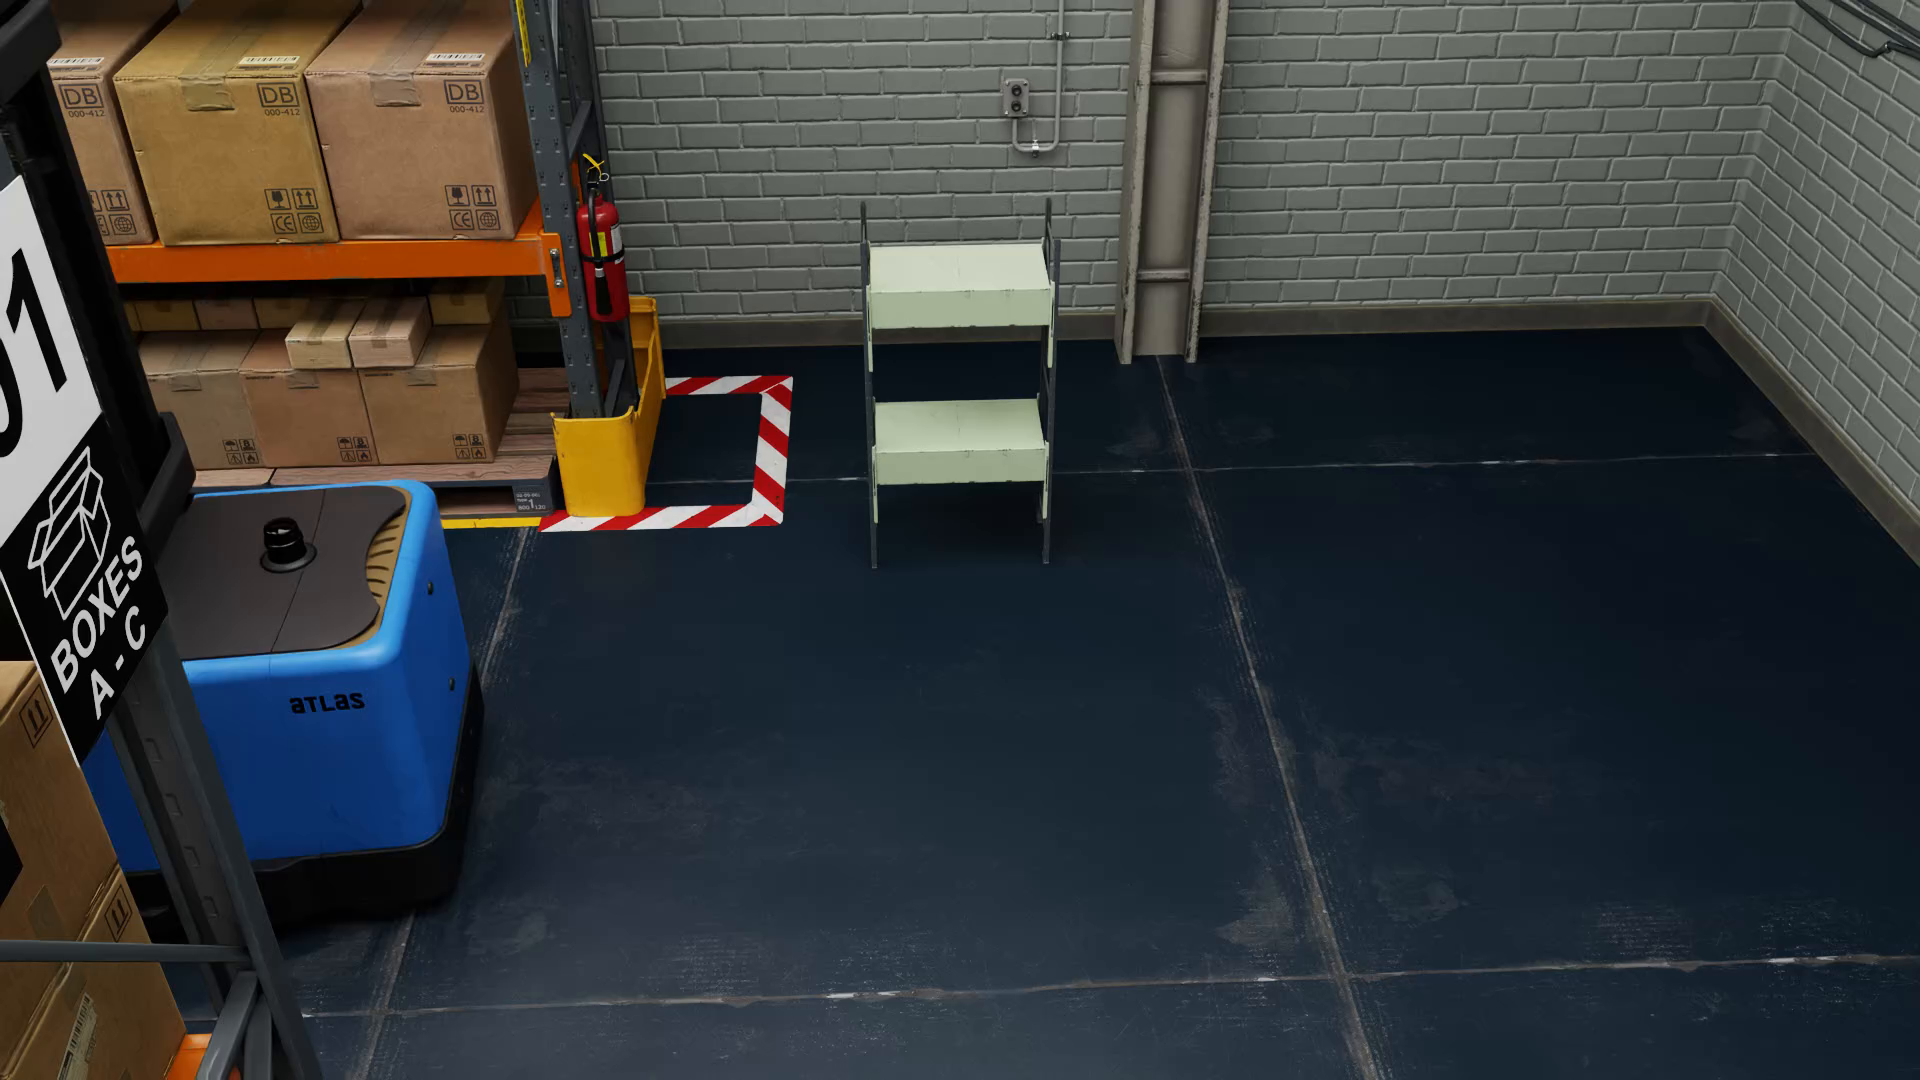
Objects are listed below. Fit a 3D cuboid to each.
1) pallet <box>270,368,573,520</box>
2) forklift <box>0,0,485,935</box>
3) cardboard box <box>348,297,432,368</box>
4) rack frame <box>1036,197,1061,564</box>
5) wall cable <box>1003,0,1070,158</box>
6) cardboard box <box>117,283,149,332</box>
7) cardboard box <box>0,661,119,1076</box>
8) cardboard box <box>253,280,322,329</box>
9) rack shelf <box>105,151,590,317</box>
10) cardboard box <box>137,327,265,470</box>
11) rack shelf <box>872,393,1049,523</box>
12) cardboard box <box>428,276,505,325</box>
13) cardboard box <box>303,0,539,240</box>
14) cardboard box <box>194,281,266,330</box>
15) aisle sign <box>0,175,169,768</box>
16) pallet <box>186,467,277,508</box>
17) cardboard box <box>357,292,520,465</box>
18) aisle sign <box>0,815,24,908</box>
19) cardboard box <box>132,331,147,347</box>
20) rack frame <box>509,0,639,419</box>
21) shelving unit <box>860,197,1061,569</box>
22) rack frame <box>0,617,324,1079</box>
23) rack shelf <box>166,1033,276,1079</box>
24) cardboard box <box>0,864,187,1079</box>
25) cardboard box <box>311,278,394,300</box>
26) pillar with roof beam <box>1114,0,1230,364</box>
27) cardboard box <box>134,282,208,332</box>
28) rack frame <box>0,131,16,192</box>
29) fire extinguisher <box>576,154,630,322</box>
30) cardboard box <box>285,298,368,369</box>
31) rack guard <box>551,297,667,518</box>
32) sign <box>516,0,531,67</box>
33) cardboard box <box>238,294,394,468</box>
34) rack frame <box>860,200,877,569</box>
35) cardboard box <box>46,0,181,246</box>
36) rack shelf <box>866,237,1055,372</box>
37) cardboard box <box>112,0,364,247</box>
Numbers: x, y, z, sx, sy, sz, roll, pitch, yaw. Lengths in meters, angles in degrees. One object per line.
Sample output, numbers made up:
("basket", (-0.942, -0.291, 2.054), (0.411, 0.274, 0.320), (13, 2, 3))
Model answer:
("pallet", (-2.434, -0.456, 7.723), (1.213, 0.211, 1.003), (-2, 35, -2))
("forklift", (-3.217, -0.157, 4.901), (3.031, 2.935, 1.130), (-4, 35, -6))
("cardboard box", (-2.453, -0.897, 7.168), (0.250, 0.149, 0.380), (-2, 35, -3))
("rack frame", (0.359, -0.626, 6.837), (0.023, 1.500, 0.400), (-2, 35, -2))
("wall cable", (-0.404, -2.658, 7.563), (1.851, 1.984, 0.084), (-2, 35, -2))
("cardboard box", (-3.737, -1.080, 7.432), (0.250, 0.149, 0.380), (-2, 35, -3))
("cardboard box", (-1.856, 0.557, 2.843), (0.500, 0.500, 0.500), (-1, 35, -1))
("cardboard box", (-2.974, -1.101, 7.462), (0.250, 0.149, 0.380), (-1, 35, -2))
("rack shelf", (-3.636, -1.319, 7.152), (4.000, 0.370, 1.077), (-2, 35, -2))
("cardboard box", (-3.335, -0.710, 7.468), (0.500, 0.500, 0.700), (-3, 35, -4))
("rack shelf", (-0.007, -0.348, 7.008), (0.720, 0.370, 0.431), (-2, 35, -2))
("cardboard box", (-2.218, -1.121, 7.492), (0.250, 0.149, 0.380), (-1, 35, -2))
("cardboard box", (-2.148, -1.772, 6.911), (0.700, 0.700, 0.980), (0, 35, 0))
("cardboard box", (-3.228, -1.093, 7.452), (0.250, 0.149, 0.380), (-1, 35, -2))
("aisle sign", (-1.346, -0.090, 2.460), (0.004, 0.787, 0.394), (-2, 35, -2))
("pallet", (-3.649, -0.425, 7.678), (1.213, 0.211, 1.003), (-2, 35, -2))
("cardboard box", (-2.333, -0.737, 7.507), (0.500, 0.500, 0.700), (-2, 35, -2))
("aisle sign", (-1.318, 0.251, 1.967), (0.004, 0.787, 0.394), (-2, 35, -2))
("cardboard box", (-3.867, -0.692, 7.441), (0.500, 0.500, 0.700), (-1, 35, -1))
("rack frame", (-1.639, -1.668, 7.025), (0.127, 3.000, 1.000), (-2, 35, -2))
("shelving unit", (-0.007, -0.617, 6.823), (0.755, 1.500, 0.431), (-2, 35, -2))
("rack frame", (-1.400, 1.147, 2.956), (0.127, 3.000, 1.000), (-2, 35, -2))
("rack shelf", (-3.398, 1.497, 3.083), (4.000, 0.370, 1.077), (-2, 35, -2))
("cardboard box", (-1.856, 0.968, 3.127), (0.500, 0.500, 0.500), (-1, 35, -1))
("cardboard box", (-2.724, -1.107, 7.471), (0.250, 0.149, 0.380), (-1, 35, -2))
("pillar with roof beam", (1.221, -2.253, 2.597), (0.400, 9.000, 9.100), (-2, 35, -2))
("cardboard box", (-3.484, -1.086, 7.441), (0.250, 0.149, 0.380), (-1, 35, -2))
("rack frame", (-1.400, -1.320, 1.249), (0.127, 3.000, 1.000), (-2, 35, -2))
("fire extinguisher", (-1.466, -1.225, 6.780), (0.183, 0.674, 0.296), (-2, 35, -2))
("cardboard box", (-2.708, -0.890, 7.157), (0.250, 0.149, 0.380), (-1, 35, -1))
("rack guard", (-1.615, -0.641, 7.737), (0.348, 0.500, 1.175), (-2, 35, -2))
("sign", (-1.627, -1.933, 6.182), (0.005, 0.325, 0.100), (-2, 35, -2))
("cardboard box", (-2.833, -0.724, 7.488), (0.500, 0.500, 0.700), (-2, 35, -2))
("rack frame", (-0.372, -0.607, 6.809), (0.023, 1.500, 0.400), (-2, 35, -2))
("cardboard box", (-3.636, -1.731, 6.852), (0.700, 0.700, 0.980), (-3, 35, -5))
("rack shelf", (-0.007, -0.937, 6.601), (0.720, 0.370, 0.431), (-2, 35, -2))
("cardboard box", (-2.874, -1.746, 6.874), (0.700, 0.700, 0.980), (-2, 35, -3))
